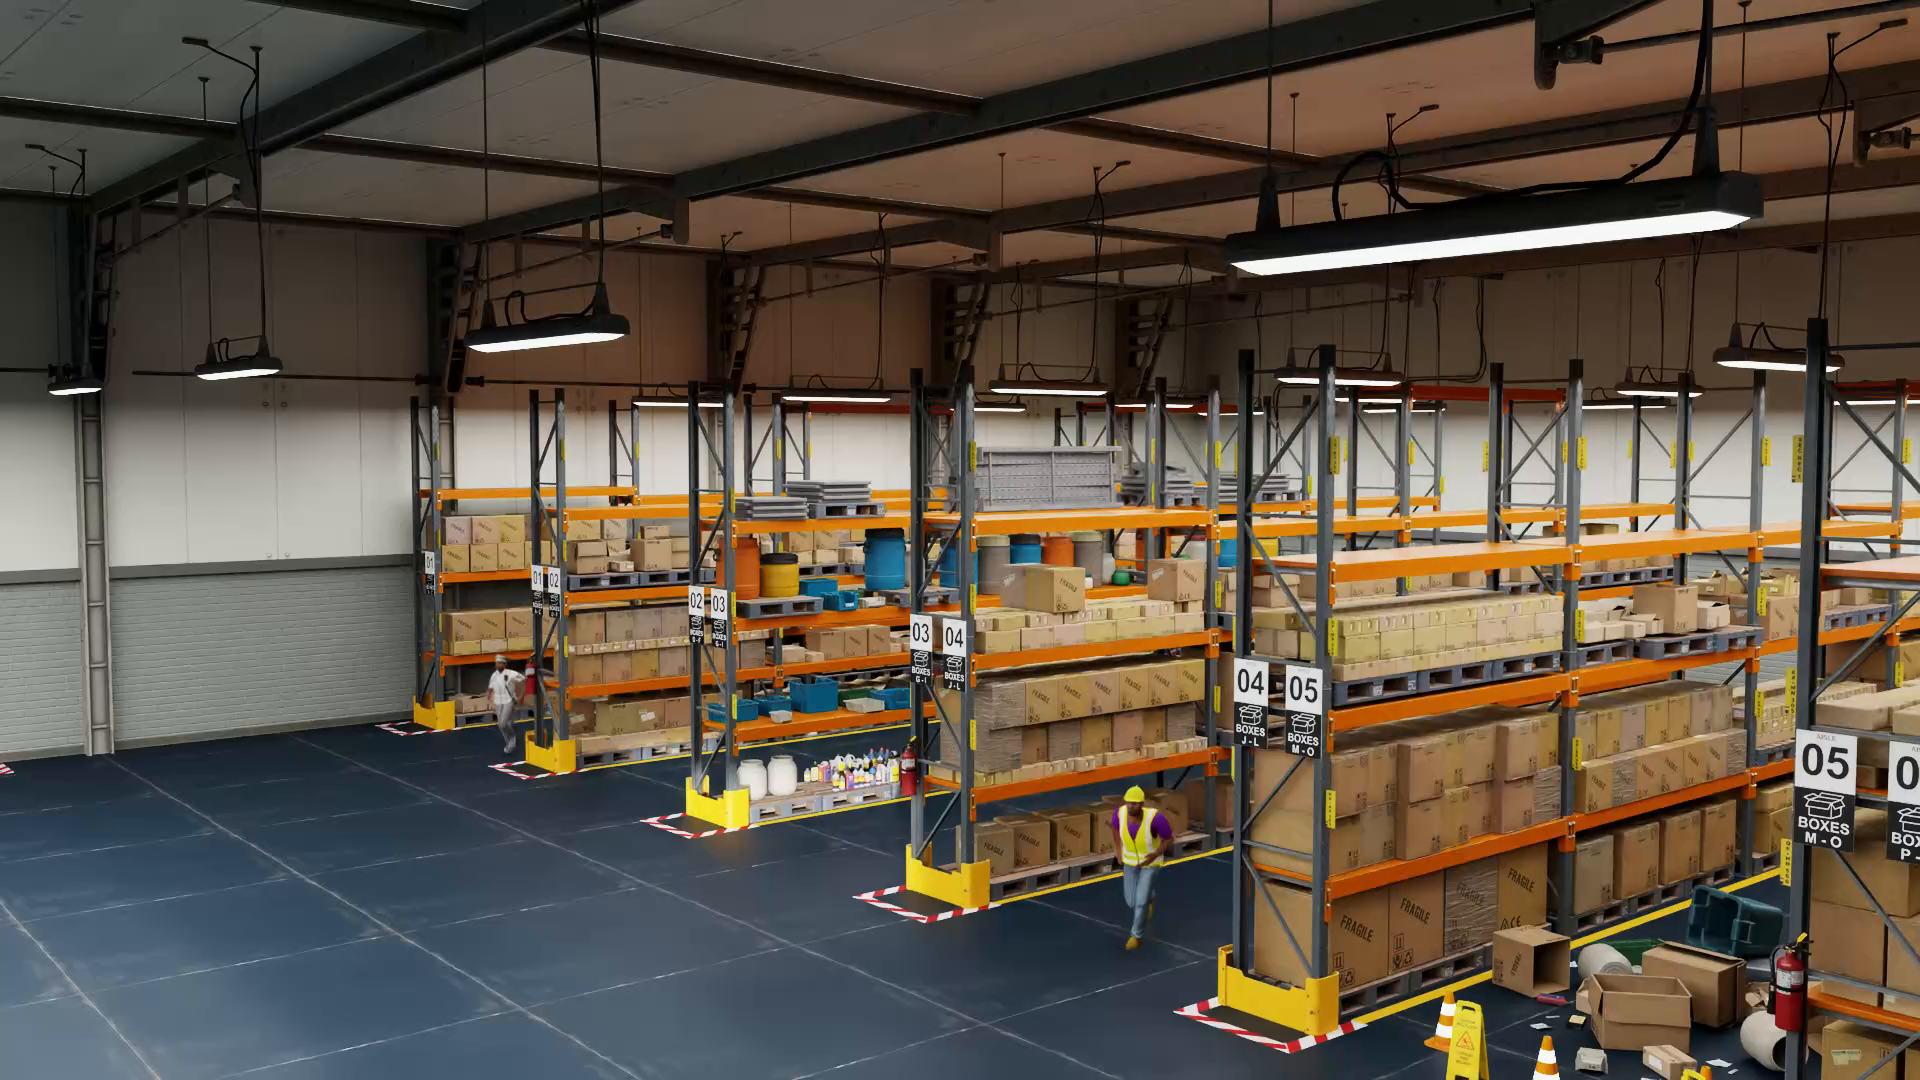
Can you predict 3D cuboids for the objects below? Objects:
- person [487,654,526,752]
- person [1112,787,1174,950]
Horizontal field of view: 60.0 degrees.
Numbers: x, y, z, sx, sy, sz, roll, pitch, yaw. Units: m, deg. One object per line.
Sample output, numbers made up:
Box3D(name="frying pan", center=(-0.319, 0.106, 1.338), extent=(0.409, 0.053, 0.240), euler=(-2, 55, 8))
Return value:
Box3D(name="person", center=(-7.508, 2.708, 27.461), extent=(0.592, 1.655, 0.763), euler=(1, 4, 17))
Box3D(name="person", center=(1.878, 3.332, 17.089), extent=(0.696, 1.692, 0.833), euler=(1, 4, 23))
